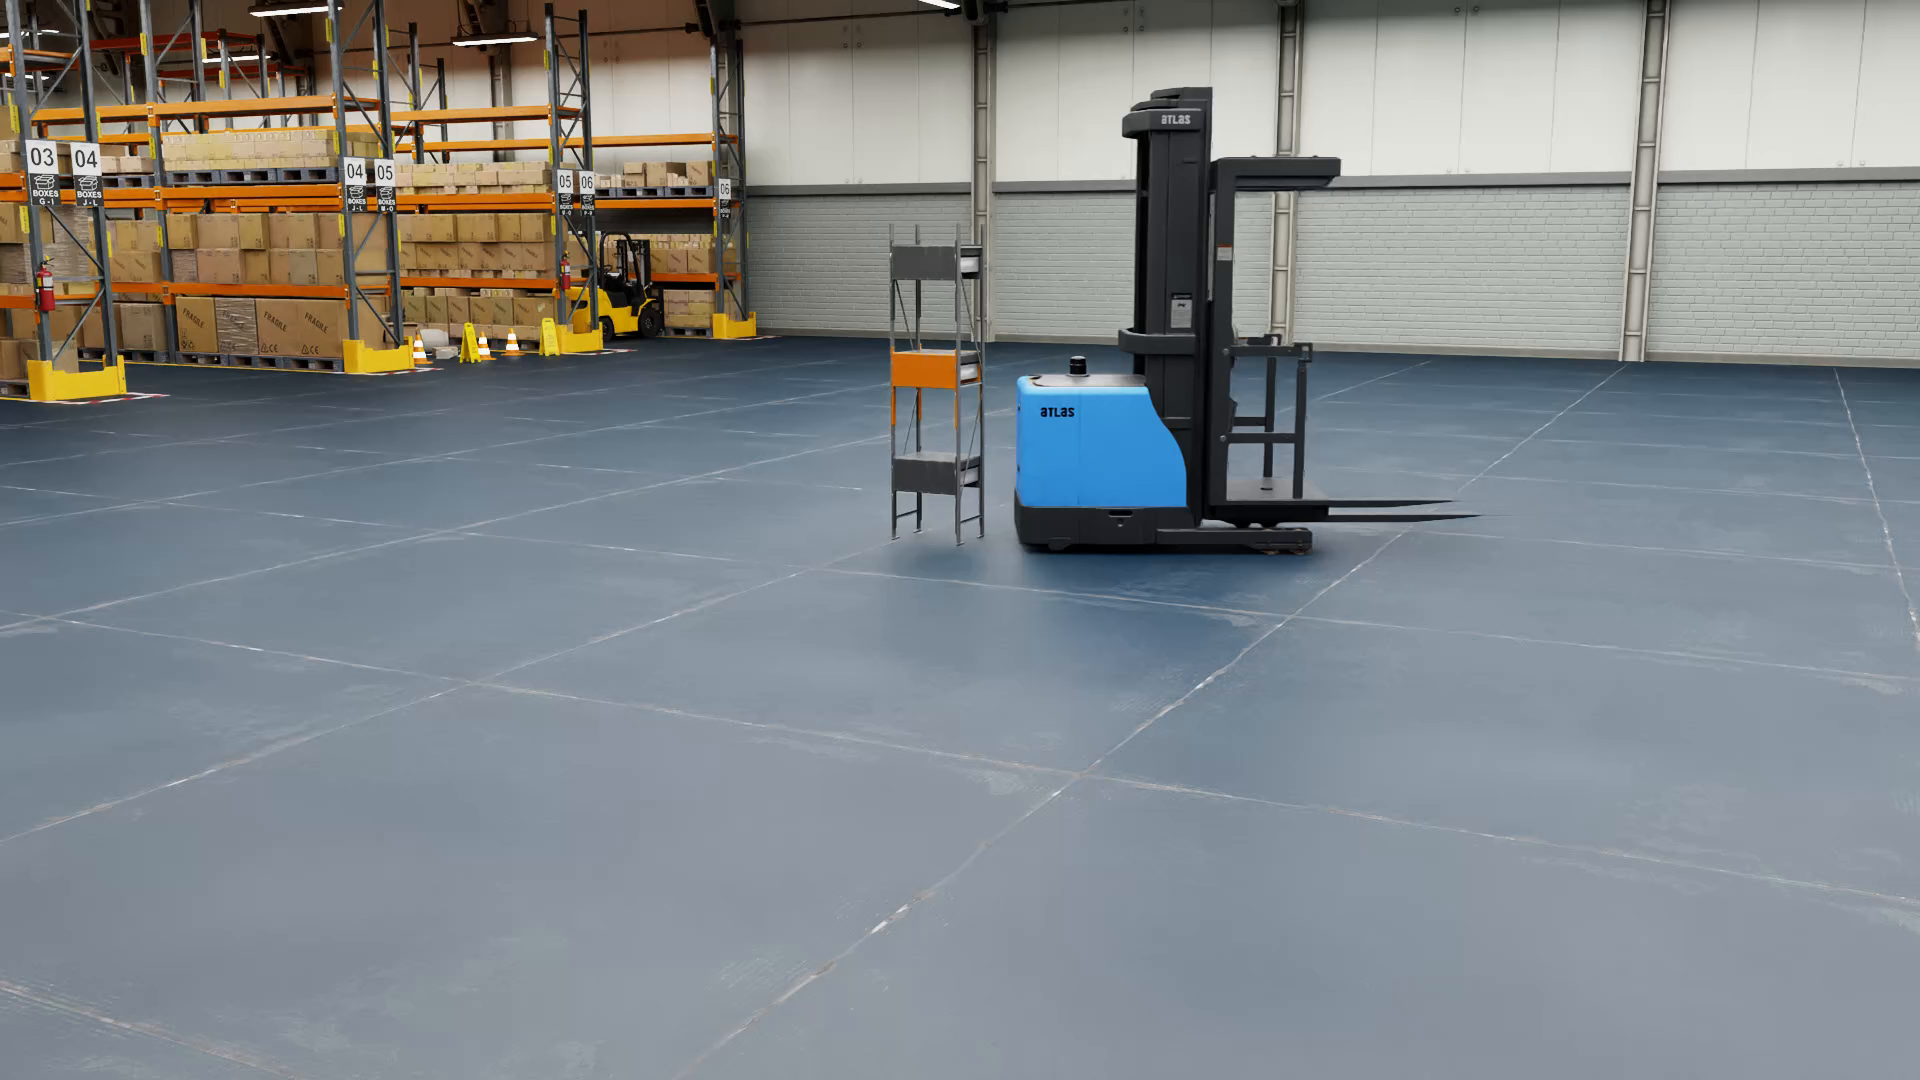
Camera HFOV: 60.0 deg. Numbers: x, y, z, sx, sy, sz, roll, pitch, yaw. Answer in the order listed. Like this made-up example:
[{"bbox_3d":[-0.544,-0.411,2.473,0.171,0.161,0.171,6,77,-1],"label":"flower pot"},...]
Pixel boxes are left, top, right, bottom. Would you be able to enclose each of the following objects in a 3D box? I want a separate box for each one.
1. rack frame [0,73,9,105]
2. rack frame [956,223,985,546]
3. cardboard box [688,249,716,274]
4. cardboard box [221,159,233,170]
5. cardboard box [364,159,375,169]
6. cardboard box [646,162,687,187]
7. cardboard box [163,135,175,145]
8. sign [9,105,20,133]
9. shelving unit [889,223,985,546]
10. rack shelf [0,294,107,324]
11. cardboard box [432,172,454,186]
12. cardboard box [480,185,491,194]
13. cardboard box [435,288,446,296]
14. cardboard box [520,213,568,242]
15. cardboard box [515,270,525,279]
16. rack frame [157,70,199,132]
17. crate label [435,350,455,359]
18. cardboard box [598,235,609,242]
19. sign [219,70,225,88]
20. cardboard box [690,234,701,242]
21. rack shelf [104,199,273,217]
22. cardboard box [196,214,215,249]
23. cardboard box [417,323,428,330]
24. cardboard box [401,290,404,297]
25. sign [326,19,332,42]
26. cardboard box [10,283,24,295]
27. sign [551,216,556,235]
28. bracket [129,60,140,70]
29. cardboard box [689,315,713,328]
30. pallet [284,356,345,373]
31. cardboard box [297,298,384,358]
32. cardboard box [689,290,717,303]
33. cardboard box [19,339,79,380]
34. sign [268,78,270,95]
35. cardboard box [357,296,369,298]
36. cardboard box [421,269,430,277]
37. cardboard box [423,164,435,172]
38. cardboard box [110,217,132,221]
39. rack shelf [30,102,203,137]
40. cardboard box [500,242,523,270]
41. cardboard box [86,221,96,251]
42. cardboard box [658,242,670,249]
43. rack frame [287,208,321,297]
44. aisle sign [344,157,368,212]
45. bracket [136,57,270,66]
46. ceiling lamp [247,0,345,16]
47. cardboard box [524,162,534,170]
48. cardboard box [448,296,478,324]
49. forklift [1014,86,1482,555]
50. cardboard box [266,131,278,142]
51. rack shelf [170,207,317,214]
[{"bbox_3d":[-21.236,-9.110,36.296,0.127,3.000,1.000,5,11,26],"label":"rack frame"},{"bbox_3d":[0.070,-1.027,11.009,0.015,2.100,0.400,5,11,26],"label":"rack frame"},{"bbox_3d":[-5.252,-5.736,34.219,0.500,0.500,0.500,5,11,25],"label":"cardboard box"},{"bbox_3d":[-11.255,-5.839,25.891,0.250,0.149,0.380,5,11,26],"label":"cardboard box"},{"bbox_3d":[-9.152,-5.785,25.593,0.250,0.149,0.380,5,11,26],"label":"cardboard box"},{"bbox_3d":[-6.073,-7.564,34.435,0.500,0.500,0.700,5,11,26],"label":"cardboard box"},{"bbox_3d":[-12.398,-6.331,26.373,0.250,0.149,0.380,5,11,26],"label":"cardboard box"},{"bbox_3d":[-11.535,-5.139,20.292,0.005,0.325,0.100,5,11,26],"label":"sign"},{"bbox_3d":[-0.148,-1.046,11.115,0.503,2.100,0.431,5,11,26],"label":"shelving unit"},{"bbox_3d":[-13.066,-3.118,22.054,4.000,0.370,1.077,5,11,26],"label":"rack shelf"},{"bbox_3d":[-9.291,-6.601,30.446,0.500,0.250,0.500,5,11,26],"label":"cardboard box"},{"bbox_3d":[-8.467,-6.338,30.110,0.250,0.149,0.380,5,11,24],"label":"cardboard box"},{"bbox_3d":[-9.517,-4.605,30.864,0.250,0.149,0.380,6,12,28],"label":"cardboard box"},{"bbox_3d":[-7.442,-5.590,29.769,0.500,0.500,0.700,5,11,24],"label":"cardboard box"},{"bbox_3d":[-7.814,-4.794,30.003,0.250,0.149,0.380,5,11,25],"label":"cardboard box"},{"bbox_3d":[-19.043,-9.903,40.678,0.127,3.000,1.000,5,11,26],"label":"rack frame"},{"bbox_3d":[-8.762,-3.164,28.328,0.298,0.136,0.250,-1,10,-4],"label":"crate label"},{"bbox_3d":[-7.434,-6.386,35.154,0.250,0.149,0.380,5,12,27],"label":"cardboard box"},{"bbox_3d":[-14.304,-8.928,32.224,0.005,0.325,0.100,5,11,26],"label":"sign"},{"bbox_3d":[-5.344,-6.214,34.203,0.250,0.149,0.380,5,11,26],"label":"cardboard box"},{"bbox_3d":[-15.855,-6.807,34.015,4.000,0.370,1.077,5,11,26],"label":"rack shelf"},{"bbox_3d":[-11.713,-4.959,26.756,0.550,0.550,0.875,5,11,26],"label":"cardboard box"},{"bbox_3d":[-10.065,-3.976,31.318,0.500,0.250,0.500,4,11,23],"label":"cardboard box"},{"bbox_3d":[-12.682,-5.631,37.940,0.250,0.149,0.380,4,11,23],"label":"cardboard box"},{"bbox_3d":[-9.240,-7.463,24.355,0.005,0.325,0.100,5,11,26],"label":"sign"},{"bbox_3d":[-11.843,-3.200,21.193,0.250,0.149,0.380,5,11,26],"label":"cardboard box"},{"bbox_3d":[-7.151,-5.535,29.252,0.005,0.325,0.100,5,11,26],"label":"sign"},{"bbox_3d":[-20.847,-11.941,41.833,0.430,0.232,0.235,5,11,26],"label":"bracket"},{"bbox_3d":[-5.255,-4.530,34.379,0.500,0.250,0.500,5,11,26],"label":"cardboard box"},{"bbox_3d":[-9.738,-2.777,25.979,1.213,0.211,1.003,5,11,26],"label":"pallet"},{"bbox_3d":[-9.624,-3.302,25.841,0.875,0.875,0.875,5,11,26],"label":"cardboard box"},{"bbox_3d":[-5.245,-5.022,34.290,0.500,0.250,0.500,5,12,28],"label":"cardboard box"},{"bbox_3d":[-11.825,-2.343,21.591,0.500,0.500,0.500,8,13,36],"label":"cardboard box"},{"bbox_3d":[-13.830,-9.065,33.206,0.005,0.325,0.100,5,11,26],"label":"sign"},{"bbox_3d":[-13.731,-5.416,38.571,0.500,0.500,0.500,5,11,24],"label":"cardboard box"},{"bbox_3d":[-9.832,-4.985,31.055,0.250,0.149,0.380,5,11,26],"label":"cardboard box"},{"bbox_3d":[-9.633,-6.817,30.516,0.250,0.149,0.380,5,11,25],"label":"cardboard box"},{"bbox_3d":[-17.817,-6.769,35.300,0.250,0.149,0.380,5,11,25],"label":"cardboard box"},{"bbox_3d":[-14.367,-6.972,27.630,4.000,0.370,1.077,5,11,26],"label":"rack shelf"},{"bbox_3d":[-7.943,-5.131,30.044,0.500,0.500,0.500,5,11,26],"label":"cardboard box"},{"bbox_3d":[-14.389,-5.113,27.970,0.500,0.500,0.700,5,11,25],"label":"cardboard box"},{"bbox_3d":[-6.055,-6.121,34.528,0.250,0.149,0.380,5,11,24],"label":"cardboard box"},{"bbox_3d":[-15.456,-6.635,39.471,0.127,3.000,1.000,5,11,26],"label":"rack frame"},{"bbox_3d":[-9.056,-5.324,24.925,0.004,0.787,0.394,5,11,26],"label":"aisle sign"},{"bbox_3d":[-18.521,-11.737,40.704,4.783,0.066,0.076,5,11,26],"label":"bracket"},{"bbox_3d":[-11.320,-10.677,28.566,2.000,3.185,0.800,5,11,26],"label":"ceiling lamp"},{"bbox_3d":[-7.535,-6.648,29.581,0.250,0.149,0.380,5,12,27],"label":"cardboard box"},{"bbox_3d":[-9.115,-4.264,30.801,0.500,0.500,0.500,6,12,29],"label":"cardboard box"},{"bbox_3d":[1.897,-1.442,10.969,3.031,2.935,1.130,0,10,-1],"label":"forklift"},{"bbox_3d":[-10.348,-6.151,25.380,0.250,0.149,0.380,5,11,26],"label":"cardboard box"},{"bbox_3d":[-17.249,-7.915,40.138,4.000,0.370,1.077,5,11,26],"label":"rack shelf"}]
